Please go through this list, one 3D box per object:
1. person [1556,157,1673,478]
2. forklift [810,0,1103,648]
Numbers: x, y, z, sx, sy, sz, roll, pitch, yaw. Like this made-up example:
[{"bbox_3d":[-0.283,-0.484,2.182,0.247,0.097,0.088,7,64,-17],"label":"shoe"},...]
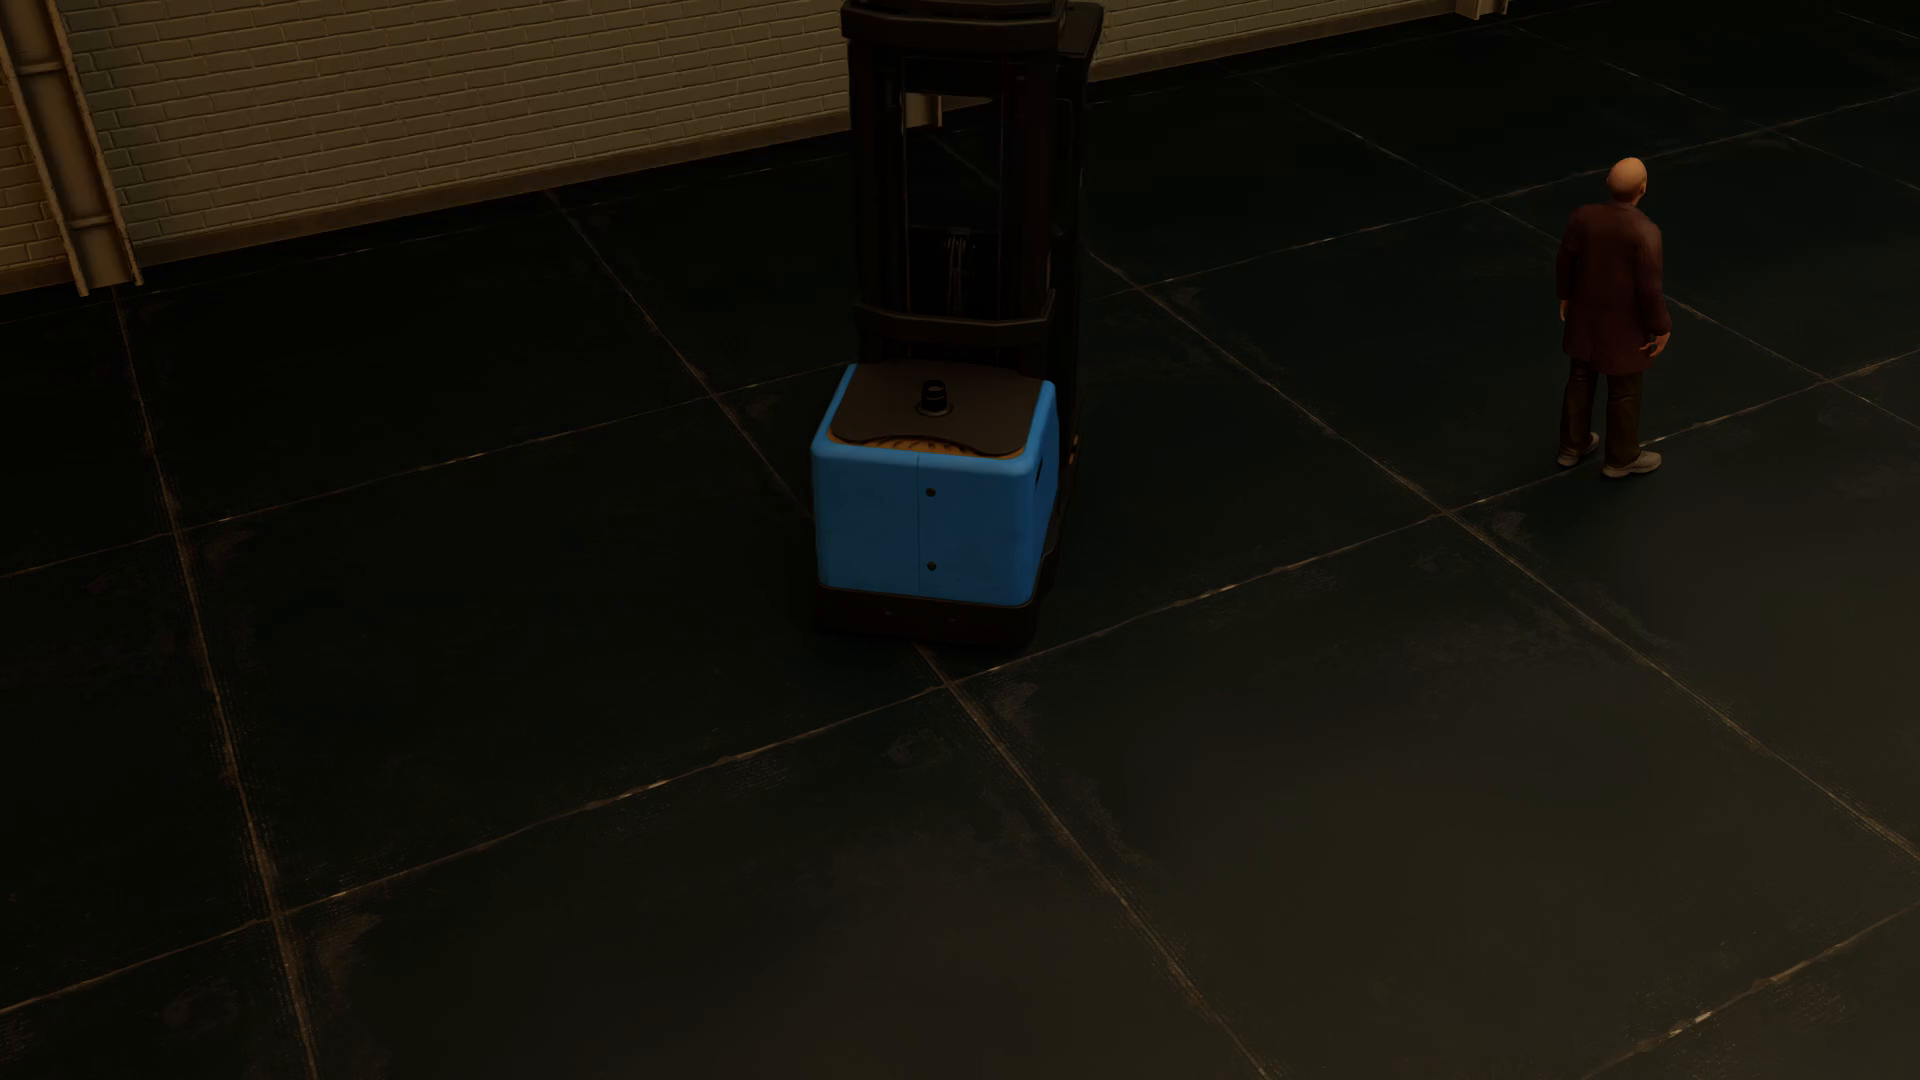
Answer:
[{"bbox_3d":[3.487,-1.194,8.798,0.582,1.775,0.694,-22,41,-27],"label":"person"},{"bbox_3d":[0.077,-1.532,8.290,1.130,2.935,3.031,6,36,8],"label":"forklift"}]
